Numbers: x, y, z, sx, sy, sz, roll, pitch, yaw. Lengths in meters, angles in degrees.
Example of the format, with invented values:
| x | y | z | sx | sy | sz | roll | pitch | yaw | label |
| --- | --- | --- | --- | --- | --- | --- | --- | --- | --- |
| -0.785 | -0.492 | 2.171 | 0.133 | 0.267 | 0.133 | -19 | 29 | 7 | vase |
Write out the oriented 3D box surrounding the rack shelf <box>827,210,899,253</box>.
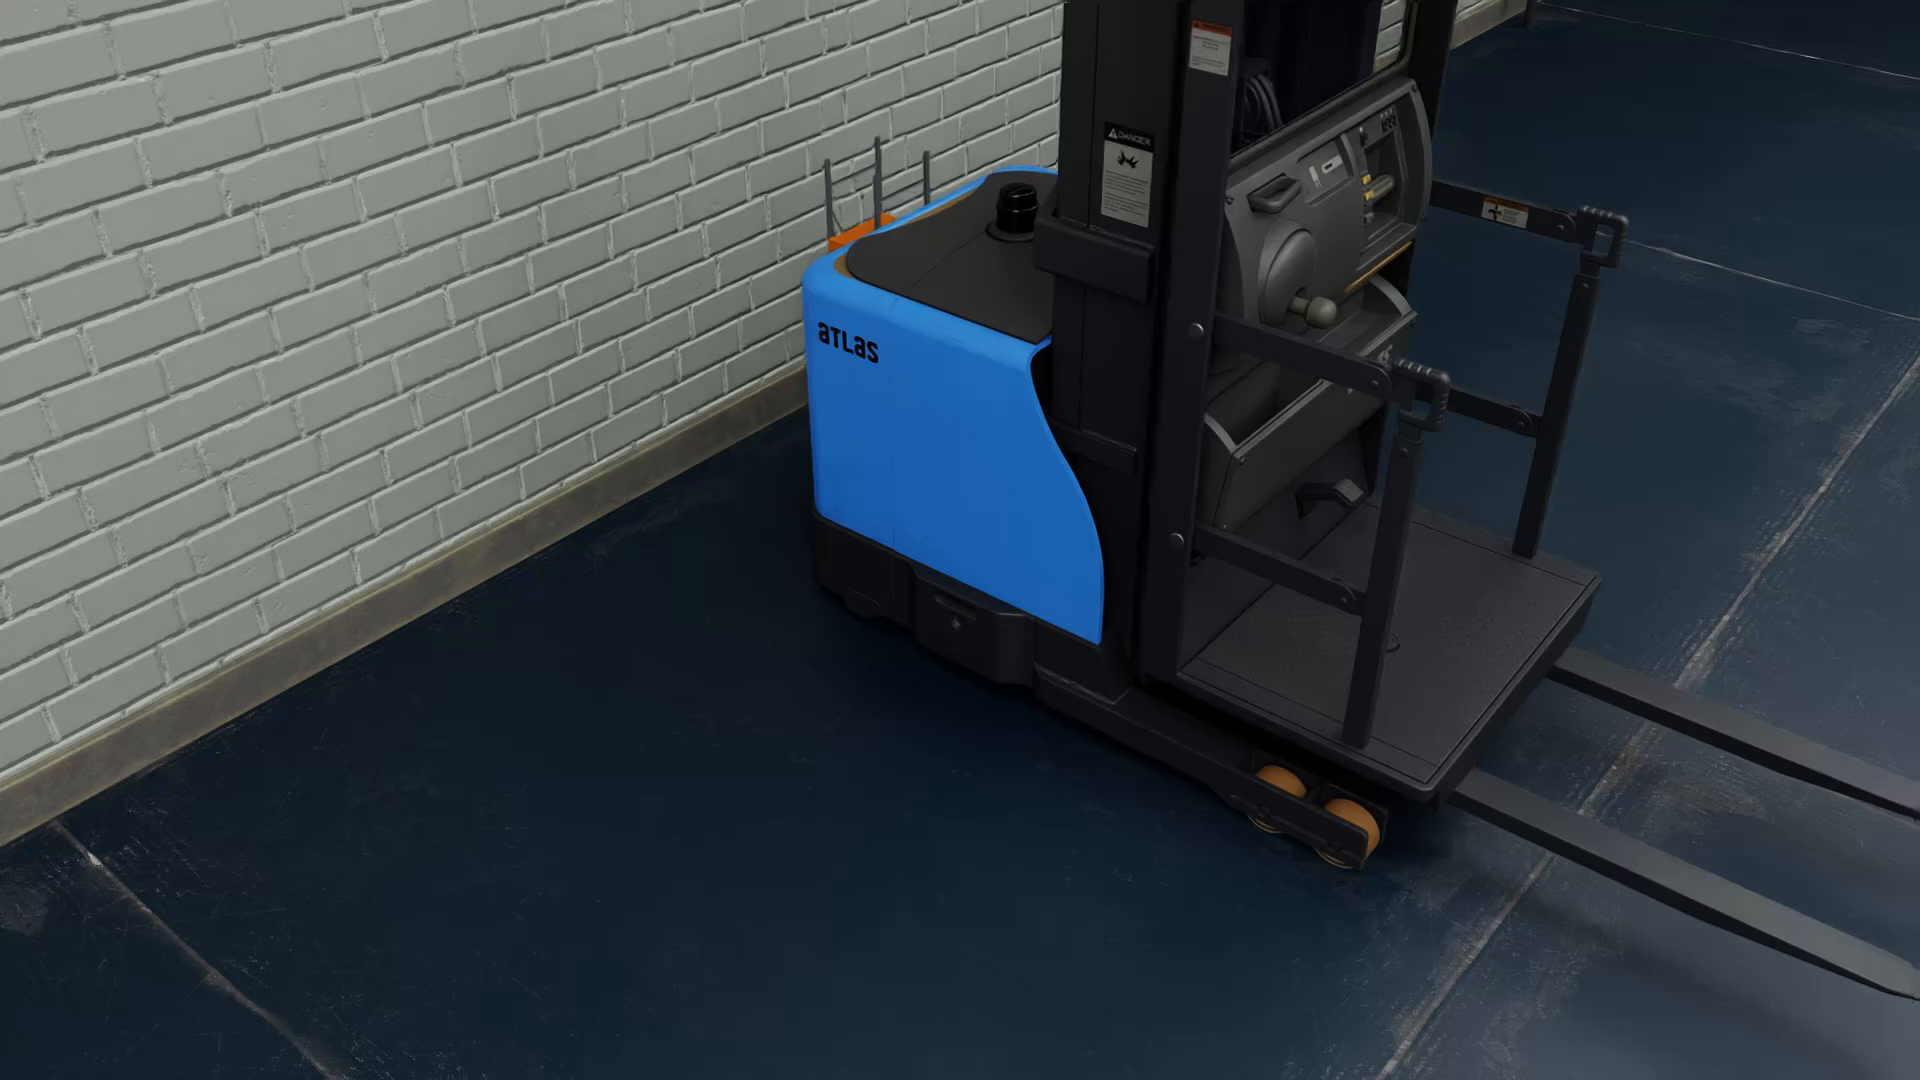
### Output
| x | y | z | sx | sy | sz | roll | pitch | yaw | label |
| --- | --- | --- | --- | --- | --- | --- | --- | --- | --- |
| -0.236 | -0.859 | 4.883 | 0.180 | 0.103 | 0.258 | 24 | 41 | 31 | rack shelf |

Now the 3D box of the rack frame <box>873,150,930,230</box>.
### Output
| x | y | z | sx | sy | sz | roll | pitch | yaw | label |
| --- | --- | --- | --- | --- | --- | --- | --- | --- | --- |
| -0.164 | -0.566 | 5.015 | 0.006 | 1.200 | 0.240 | 24 | 41 | 31 | rack frame |

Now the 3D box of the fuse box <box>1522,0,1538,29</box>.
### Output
| x | y | z | sx | sy | sz | roll | pitch | yaw | label |
| --- | --- | --- | --- | --- | --- | --- | --- | --- | --- |
| 3.287 | -3.642 | 9.042 | 0.414 | 1.711 | 0.539 | 25 | 42 | 32 | fuse box |

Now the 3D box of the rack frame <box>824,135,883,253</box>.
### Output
| x | y | z | sx | sy | sz | roll | pitch | yaw | label |
| --- | --- | --- | --- | --- | --- | --- | --- | --- | --- |
| -0.308 | -0.631 | 5.108 | 0.006 | 1.200 | 0.240 | 24 | 41 | 31 | rack frame |

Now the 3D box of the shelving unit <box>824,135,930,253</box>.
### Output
| x | y | z | sx | sy | sz | roll | pitch | yaw | label |
| --- | --- | --- | --- | --- | --- | --- | --- | --- | --- |
| -0.236 | -0.599 | 5.062 | 0.189 | 1.200 | 0.258 | 24 | 41 | 31 | shelving unit |

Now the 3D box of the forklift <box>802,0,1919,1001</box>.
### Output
| x | y | z | sx | sy | sz | roll | pitch | yaw | label |
| --- | --- | --- | --- | --- | --- | --- | --- | --- | --- |
| 1.030 | -0.746 | 3.748 | 3.031 | 2.935 | 1.130 | 24 | 41 | 31 | forklift |
